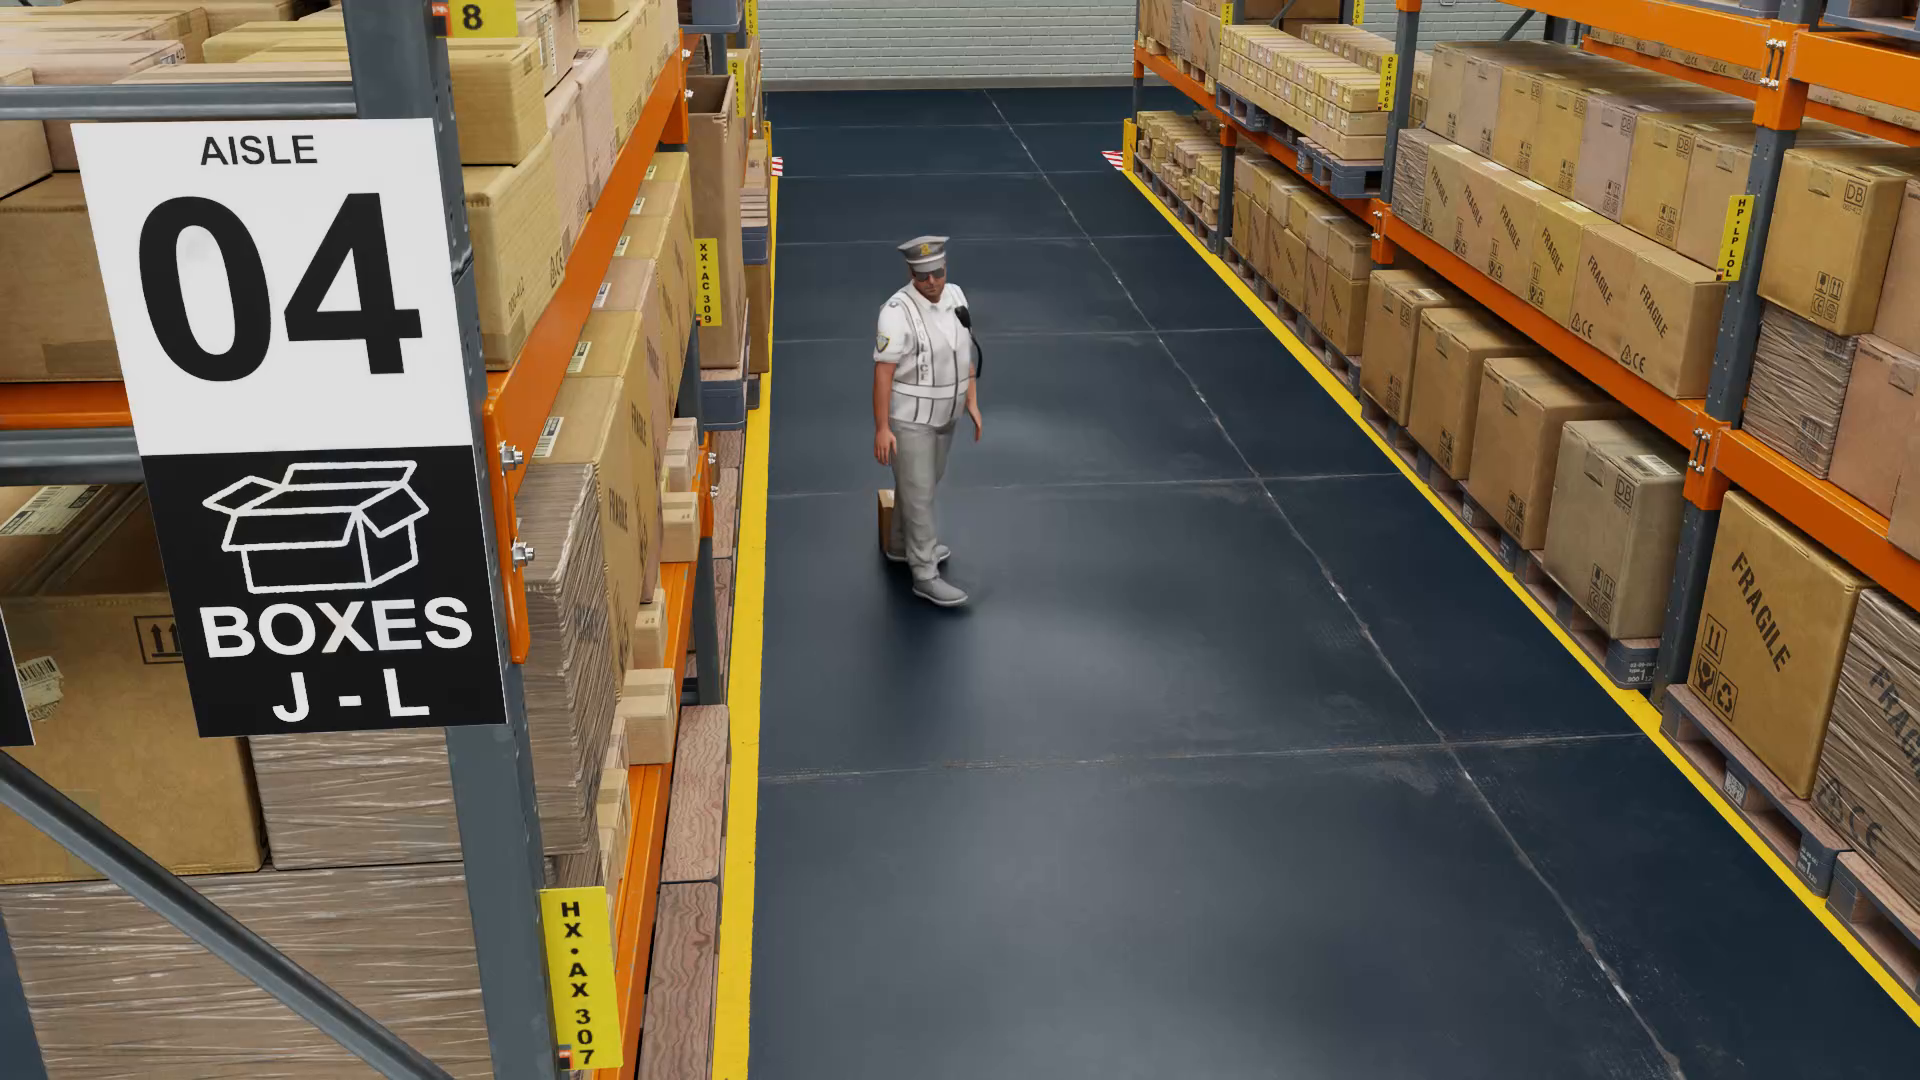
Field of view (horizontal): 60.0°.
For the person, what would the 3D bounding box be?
[{"bbox_3d":[-0.153,-0.590,7.896,0.668,1.732,0.610,17,29,33],"label":"person"}]
